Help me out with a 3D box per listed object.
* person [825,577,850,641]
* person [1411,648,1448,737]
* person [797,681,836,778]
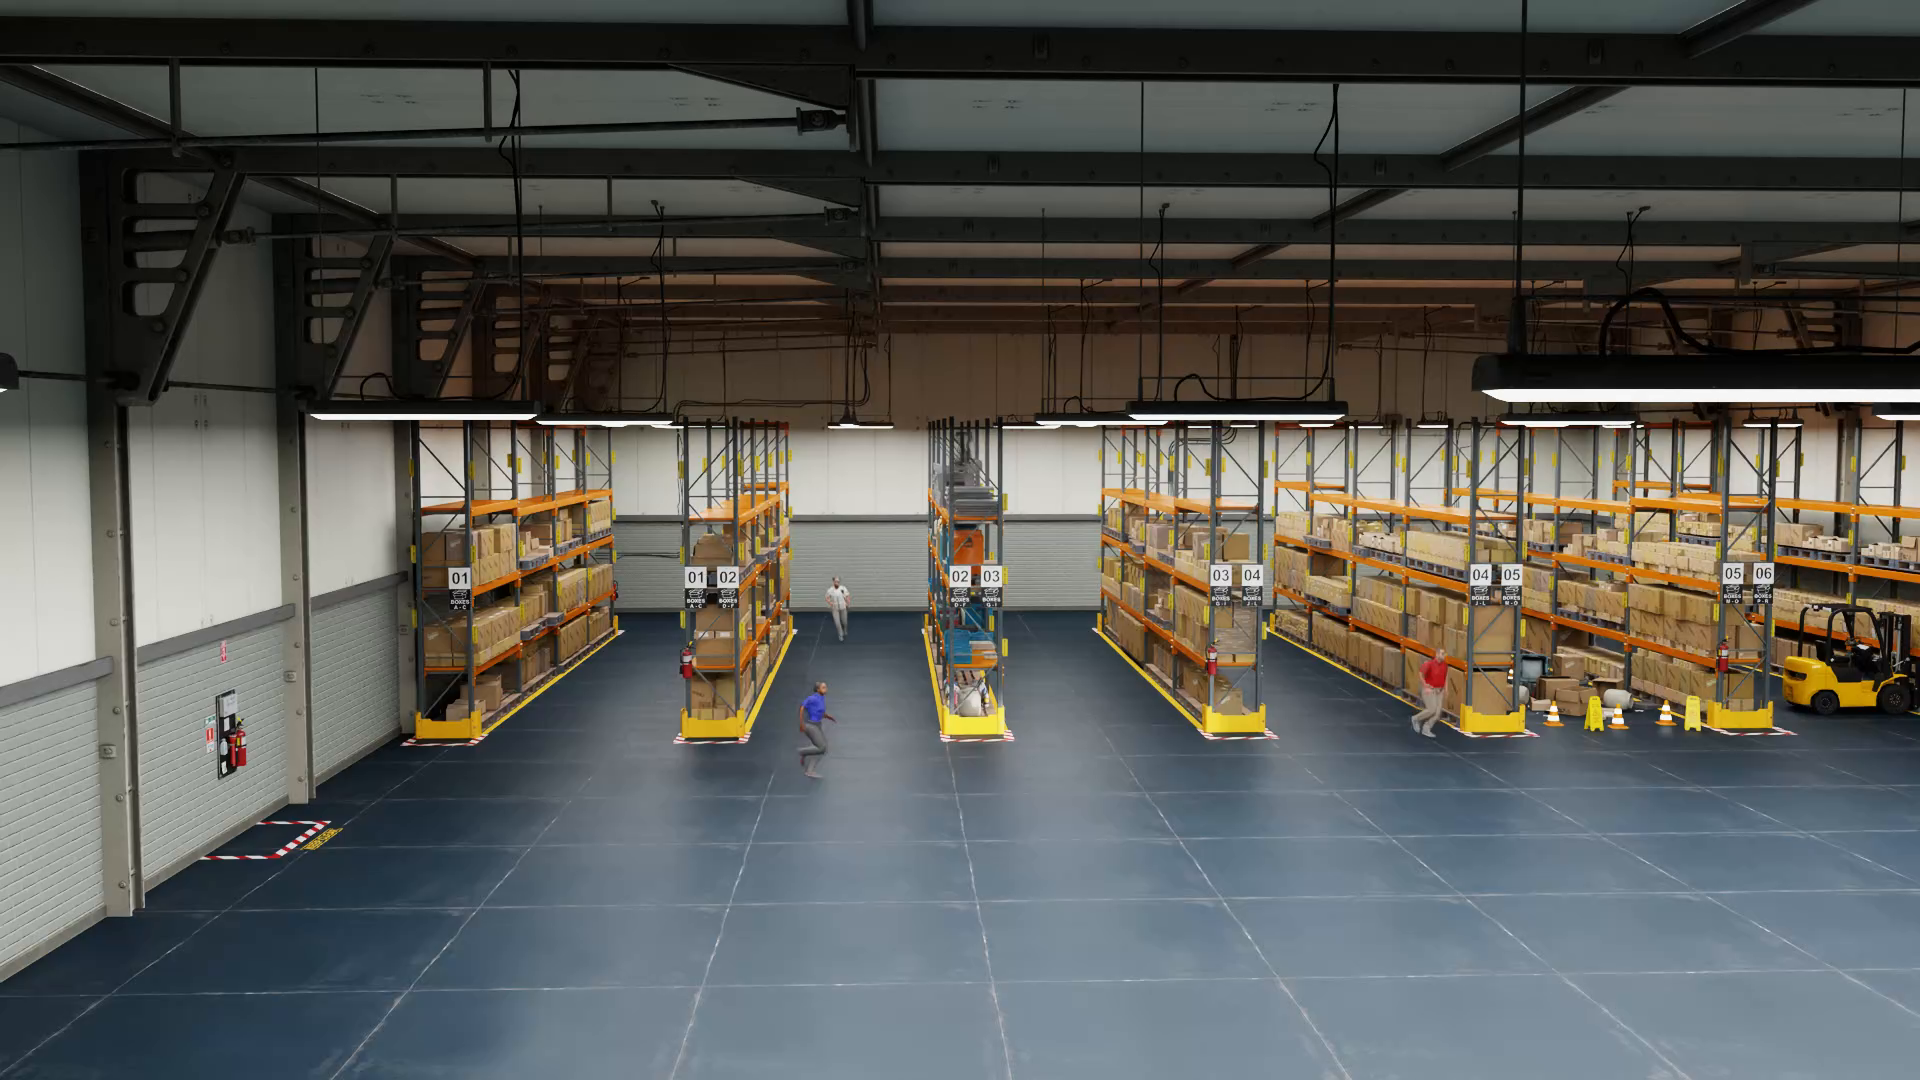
[{"bbox_3d":[-3.373,1.877,45.873,0.683,1.748,0.678,-1,4,-8],"label":"person"},{"bbox_3d":[8.894,2.855,31.333,0.669,1.672,0.554,-2,4,-27],"label":"person"},{"bbox_3d":[-2.376,3.141,27.550,0.640,1.606,0.615,1,4,20],"label":"person"}]
